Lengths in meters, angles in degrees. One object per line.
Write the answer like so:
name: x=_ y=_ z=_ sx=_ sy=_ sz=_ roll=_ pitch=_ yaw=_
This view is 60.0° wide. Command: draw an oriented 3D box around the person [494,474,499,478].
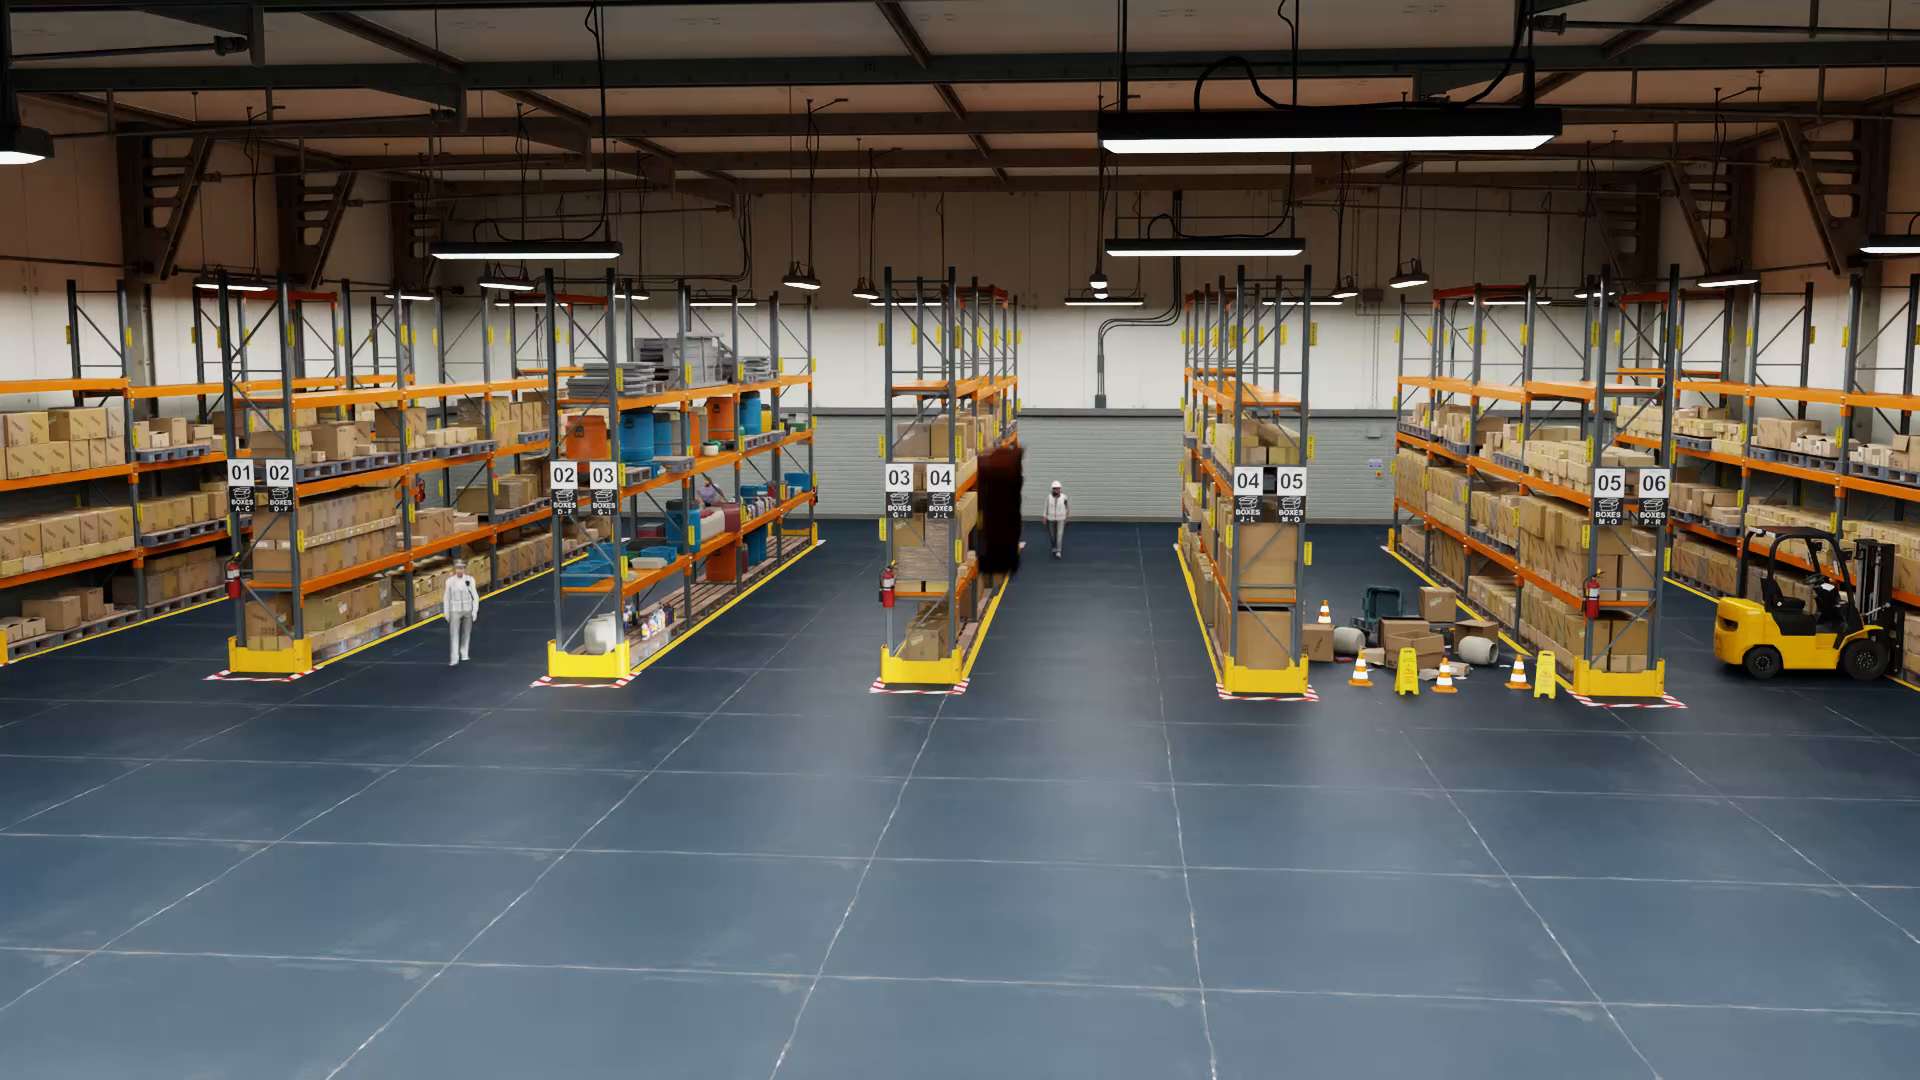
person: x=-11.071 y=-0.676 z=39.518 sx=0.589 sy=1.789 sz=0.508 roll=6 pitch=9 yaw=39

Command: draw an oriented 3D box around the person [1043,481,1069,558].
person: x=2.197 y=-0.491 z=38.073 sx=0.581 sy=1.713 sz=1.069 roll=1 pitch=7 yaw=8

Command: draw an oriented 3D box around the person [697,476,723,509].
person: x=-6.282 y=-0.853 z=41.876 sx=0.591 sy=1.558 sz=0.746 roll=2 pitch=7 yaw=16

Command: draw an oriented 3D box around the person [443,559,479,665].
person: x=-7.609 y=1.098 z=25.399 sx=0.517 sy=1.611 sz=1.027 roll=-3 pitch=8 yaw=-24
